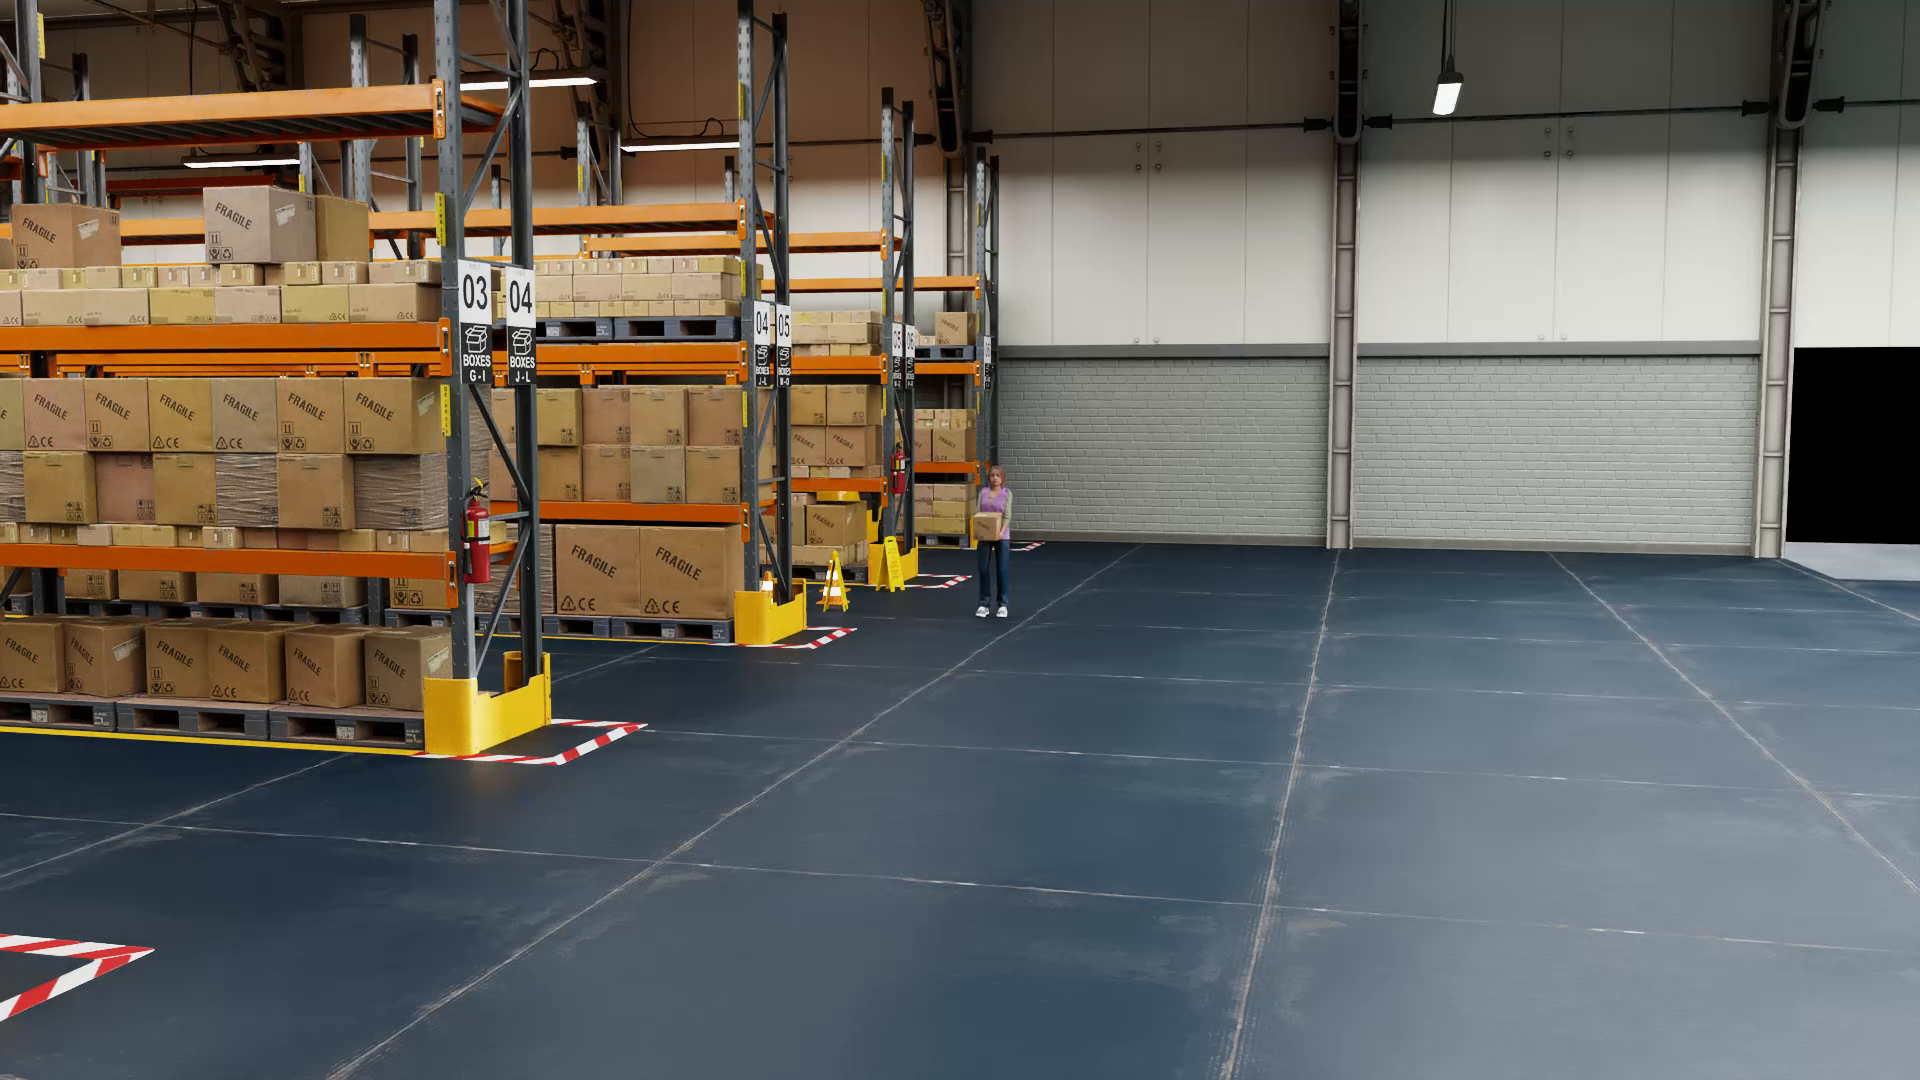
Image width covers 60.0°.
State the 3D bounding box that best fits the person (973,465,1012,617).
[{"bbox_3d":[0.337,0.017,17.454,0.405,1.589,0.495,1,5,14],"label":"person"}]
